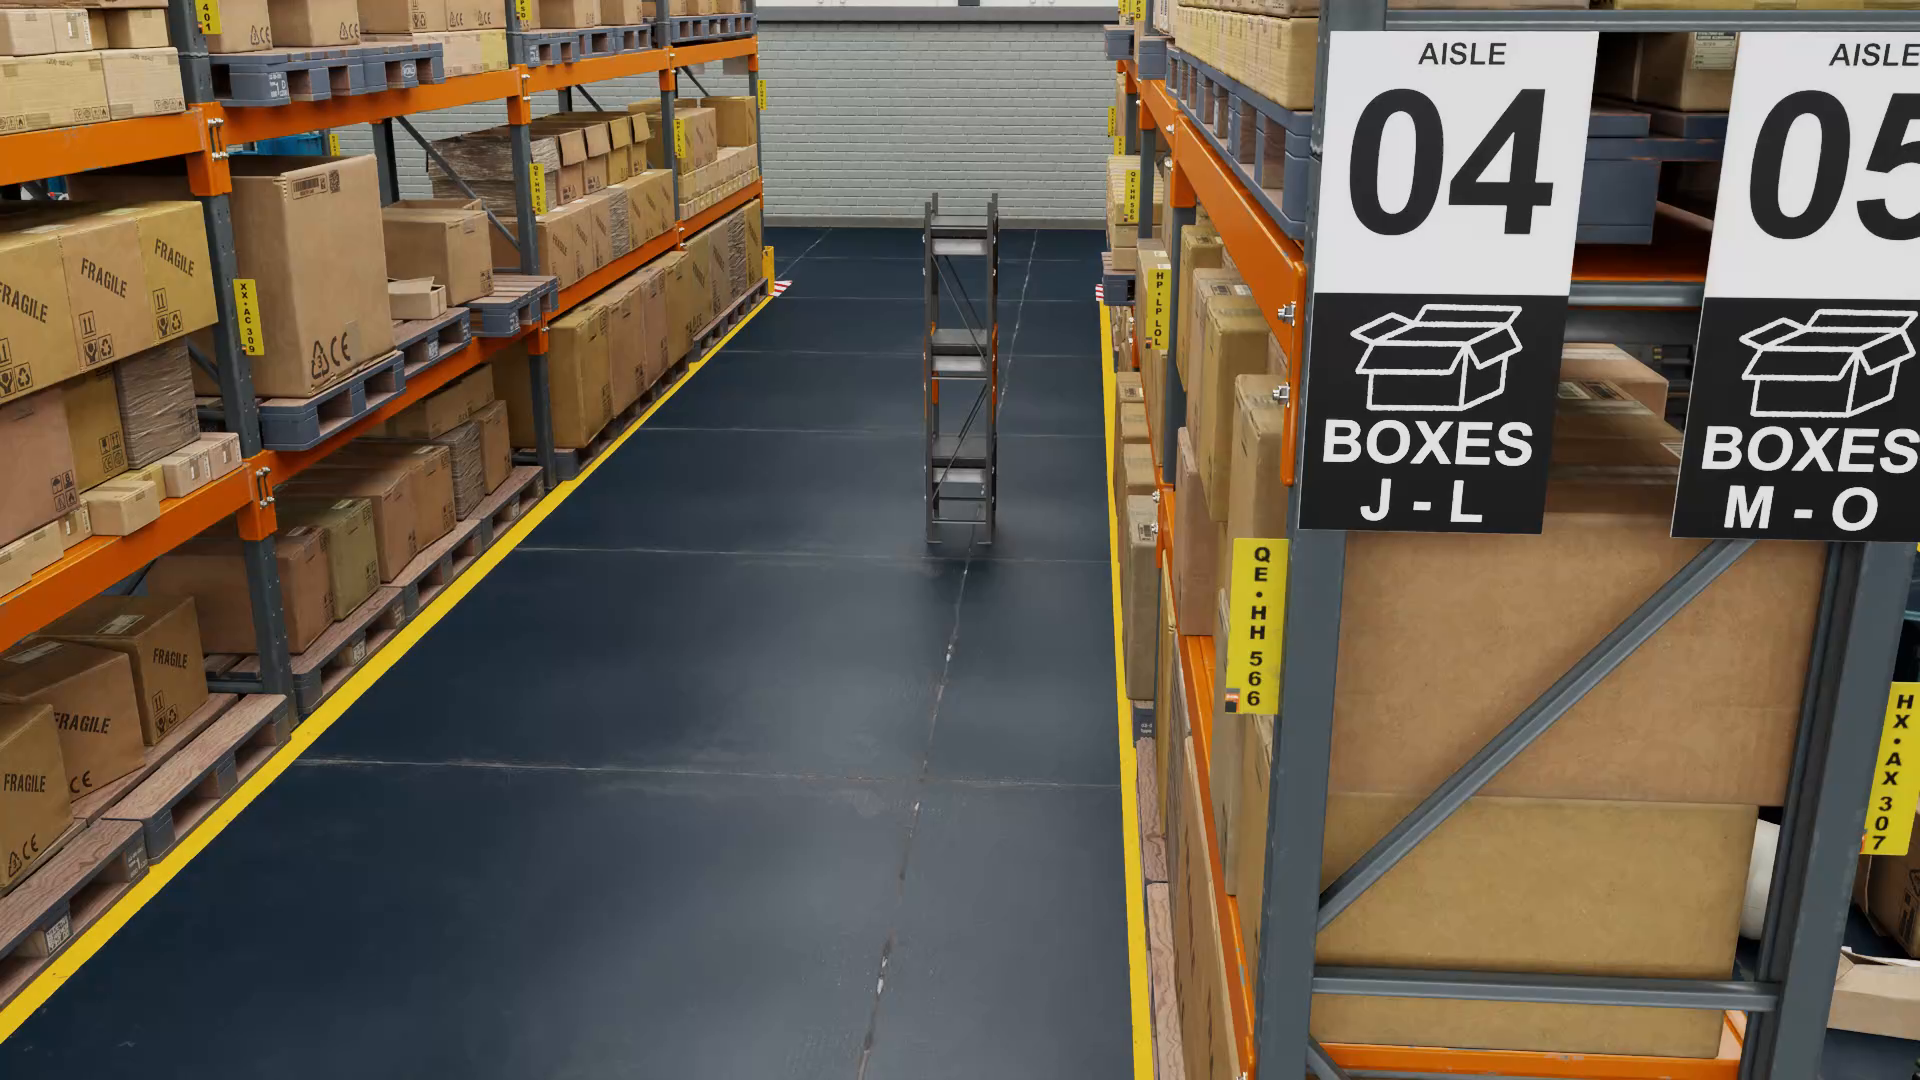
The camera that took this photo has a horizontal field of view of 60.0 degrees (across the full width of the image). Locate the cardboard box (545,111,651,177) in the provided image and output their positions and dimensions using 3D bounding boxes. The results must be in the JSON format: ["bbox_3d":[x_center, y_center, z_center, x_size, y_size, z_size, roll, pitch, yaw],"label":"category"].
[{"bbox_3d":[-3.058,-3.362,14.096,0.797,0.503,0.637,1,18,2],"label":"cardboard box"}]

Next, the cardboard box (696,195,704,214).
[{"bbox_3d":[-2.630,-3.165,15.669,0.380,0.149,0.250,2,18,6],"label":"cardboard box"}]

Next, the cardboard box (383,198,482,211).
[{"bbox_3d":[-3.306,-1.873,10.487,0.500,0.500,0.500,-1,18,-3],"label":"cardboard box"}]

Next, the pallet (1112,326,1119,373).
[{"bbox_3d":[1.933,-1.779,15.513,1.003,0.211,1.213,1,18,4],"label":"pallet"}]

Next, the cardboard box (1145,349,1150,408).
[{"bbox_3d":[1.190,-0.940,8.312,0.500,0.500,0.500,1,18,4],"label":"cardboard box"}]

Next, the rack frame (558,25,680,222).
[{"bbox_3d":[-3.020,-3.037,14.874,1.000,3.000,0.127,1,18,4],"label":"rack frame"}]

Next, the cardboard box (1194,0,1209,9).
[{"bbox_3d":[0.962,-1.694,4.885,0.500,0.250,0.500,1,18,3],"label":"cardboard box"}]

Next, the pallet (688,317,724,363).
[{"bbox_3d":[-2.887,-1.946,16.023,1.003,0.211,1.213,1,18,4],"label":"pallet"}]

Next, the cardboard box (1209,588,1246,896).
[{"bbox_3d":[1.059,0.473,3.920,0.875,0.550,0.550,1,18,4],"label":"cardboard box"}]

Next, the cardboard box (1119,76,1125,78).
[{"bbox_3d":[1.880,-4.511,17.128,0.500,0.500,0.500,2,18,6],"label":"cardboard box"}]

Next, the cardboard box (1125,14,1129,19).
[{"bbox_3d":[1.699,-4.635,14.373,0.500,0.250,0.500,0,18,1],"label":"cardboard box"}]

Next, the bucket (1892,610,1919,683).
[{"bbox_3d":[3.636,0.517,6.844,0.726,0.611,0.620,8,10,23],"label":"bucket"}]

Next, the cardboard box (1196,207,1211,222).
[{"bbox_3d":[1.411,-1.247,7.645,0.700,0.500,0.500,1,18,3],"label":"cardboard box"}]

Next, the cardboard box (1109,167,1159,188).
[{"bbox_3d":[1.360,-2.822,12.992,0.380,0.149,0.250,1,18,3],"label":"cardboard box"}]

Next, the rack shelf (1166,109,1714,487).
[{"bbox_3d":[1.203,-0.872,4.606,1.077,0.370,4.000,1,18,4],"label":"rack shelf"}]

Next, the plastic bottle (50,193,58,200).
[{"bbox_3d":[-7.713,-2.774,14.150,0.144,0.351,0.185,1,18,4],"label":"plastic bottle"}]

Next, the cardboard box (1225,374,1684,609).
[{"bbox_3d":[1.072,-0.039,3.751,0.875,0.550,0.550,1,18,4],"label":"cardboard box"}]

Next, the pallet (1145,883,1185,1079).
[{"bbox_3d":[1.129,1.529,5.417,1.003,0.211,1.213,1,18,4],"label":"pallet"}]

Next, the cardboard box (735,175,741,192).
[{"bbox_3d":[-2.502,-3.725,17.376,0.380,0.149,0.250,1,18,3],"label":"cardboard box"}]

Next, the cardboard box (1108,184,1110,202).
[{"bbox_3d":[1.380,-2.763,13.288,0.380,0.149,0.250,1,18,2],"label":"cardboard box"}]

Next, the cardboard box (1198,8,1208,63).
[{"bbox_3d":[0.892,-1.462,4.819,0.380,0.149,0.250,1,18,4],"label":"cardboard box"}]

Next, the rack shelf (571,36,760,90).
[{"bbox_3d":[-2.877,-4.742,16.414,1.077,0.370,4.000,1,18,4],"label":"rack shelf"}]

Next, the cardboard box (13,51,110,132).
[{"bbox_3d":[-3.414,-1.597,5.903,0.500,0.250,0.500,2,18,5],"label":"cardboard box"}]

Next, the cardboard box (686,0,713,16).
[{"bbox_3d":[-2.802,-5.327,16.051,0.700,0.500,0.500,2,18,6],"label":"cardboard box"}]

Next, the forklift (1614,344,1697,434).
[{"bbox_3d":[3.578,-1.012,8.803,1.130,2.935,3.031,1,18,2],"label":"forklift"}]

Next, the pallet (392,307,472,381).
[{"bbox_3d":[-3.408,-1.088,9.233,1.003,0.211,1.213,1,18,4],"label":"pallet"}]

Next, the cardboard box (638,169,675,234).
[{"bbox_3d":[-2.781,-2.933,14.396,0.500,0.500,0.500,1,18,4],"label":"cardboard box"}]

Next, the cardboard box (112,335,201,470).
[{"bbox_3d":[-3.687,-0.603,6.807,0.875,0.500,0.500,1,18,4],"label":"cardboard box"}]

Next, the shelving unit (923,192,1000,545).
[{"bbox_3d":[0.012,-1.049,10.253,0.431,2.100,0.503,1,18,4],"label":"shelving unit"}]

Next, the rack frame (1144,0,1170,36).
[{"bbox_3d":[1.633,-4.503,9.714,1.000,3.000,0.127,1,18,4],"label":"rack frame"}]

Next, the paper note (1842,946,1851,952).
[{"bbox_3d":[3.074,1.467,5.909,0.172,0.023,0.155,8,20,23],"label":"paper note"}]

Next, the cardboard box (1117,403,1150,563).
[{"bbox_3d":[1.441,-0.324,9.534,1.050,0.750,0.750,2,18,5],"label":"cardboard box"}]

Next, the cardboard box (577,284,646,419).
[{"bbox_3d":[-3.165,-1.475,12.845,1.225,0.875,0.875,1,18,4],"label":"cardboard box"}]

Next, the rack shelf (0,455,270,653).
[{"bbox_3d":[-3.737,0.411,5.507,1.077,0.370,4.000,1,18,4],"label":"rack shelf"}]

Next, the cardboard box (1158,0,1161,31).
[{"bbox_3d":[1.326,-2.878,8.978,0.500,0.250,0.500,2,18,5],"label":"cardboard box"}]

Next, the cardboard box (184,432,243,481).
[{"bbox_3d":[-3.316,-0.359,7.106,0.380,0.149,0.250,1,18,4],"label":"cardboard box"}]

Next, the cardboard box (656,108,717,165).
[{"bbox_3d":[-2.655,-3.921,16.130,0.500,0.500,0.500,1,18,2],"label":"cardboard box"}]

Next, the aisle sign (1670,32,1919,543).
[{"bbox_3d":[1.354,-0.374,2.573,0.394,0.787,0.004,1,18,4],"label":"aisle sign"}]

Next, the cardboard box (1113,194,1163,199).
[{"bbox_3d":[1.231,-2.256,11.263,0.380,0.149,0.250,1,18,3],"label":"cardboard box"}]

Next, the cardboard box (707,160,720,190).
[{"bbox_3d":[-2.653,-3.562,16.241,0.500,0.250,0.500,2,18,5],"label":"cardboard box"}]

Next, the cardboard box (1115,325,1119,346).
[{"bbox_3d":[1.608,-1.869,15.213,0.380,0.149,0.250,2,18,5],"label":"cardboard box"}]

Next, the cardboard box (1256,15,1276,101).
[{"bbox_3d":[0.764,-0.910,3.134,0.380,0.149,0.250,1,18,4],"label":"cardboard box"}]

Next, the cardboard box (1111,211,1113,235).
[{"bbox_3d":[1.248,-2.202,11.578,0.380,0.149,0.250,2,18,5],"label":"cardboard box"}]

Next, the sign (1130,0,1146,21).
[{"bbox_3d":[1.092,-3.336,10.140,0.100,0.325,0.005,1,18,4],"label":"sign"}]

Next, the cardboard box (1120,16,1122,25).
[{"bbox_3d":[1.877,-5.194,16.881,0.500,0.250,0.500,2,18,6],"label":"cardboard box"}]

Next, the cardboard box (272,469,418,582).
[{"bbox_3d":[-3.435,-0.085,9.173,0.700,0.500,0.500,0,18,-1],"label":"cardboard box"}]

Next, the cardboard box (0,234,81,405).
[{"bbox_3d":[-3.423,-0.760,5.680,0.500,0.500,0.500,1,18,4],"label":"cardboard box"}]

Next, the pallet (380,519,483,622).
[{"bbox_3d":[-3.454,0.151,9.623,1.003,0.211,1.213,1,18,4],"label":"pallet"}]

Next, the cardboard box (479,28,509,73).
[{"bbox_3d":[-3.096,-2.996,10.171,0.500,0.250,0.500,1,18,4],"label":"cardboard box"}]

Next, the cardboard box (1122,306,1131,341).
[{"bbox_3d":[1.527,-1.715,12.977,0.500,0.250,0.500,2,18,6],"label":"cardboard box"}]

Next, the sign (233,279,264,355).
[{"bbox_3d":[-3.052,-0.954,7.126,0.100,0.325,0.005,1,18,4],"label":"sign"}]
